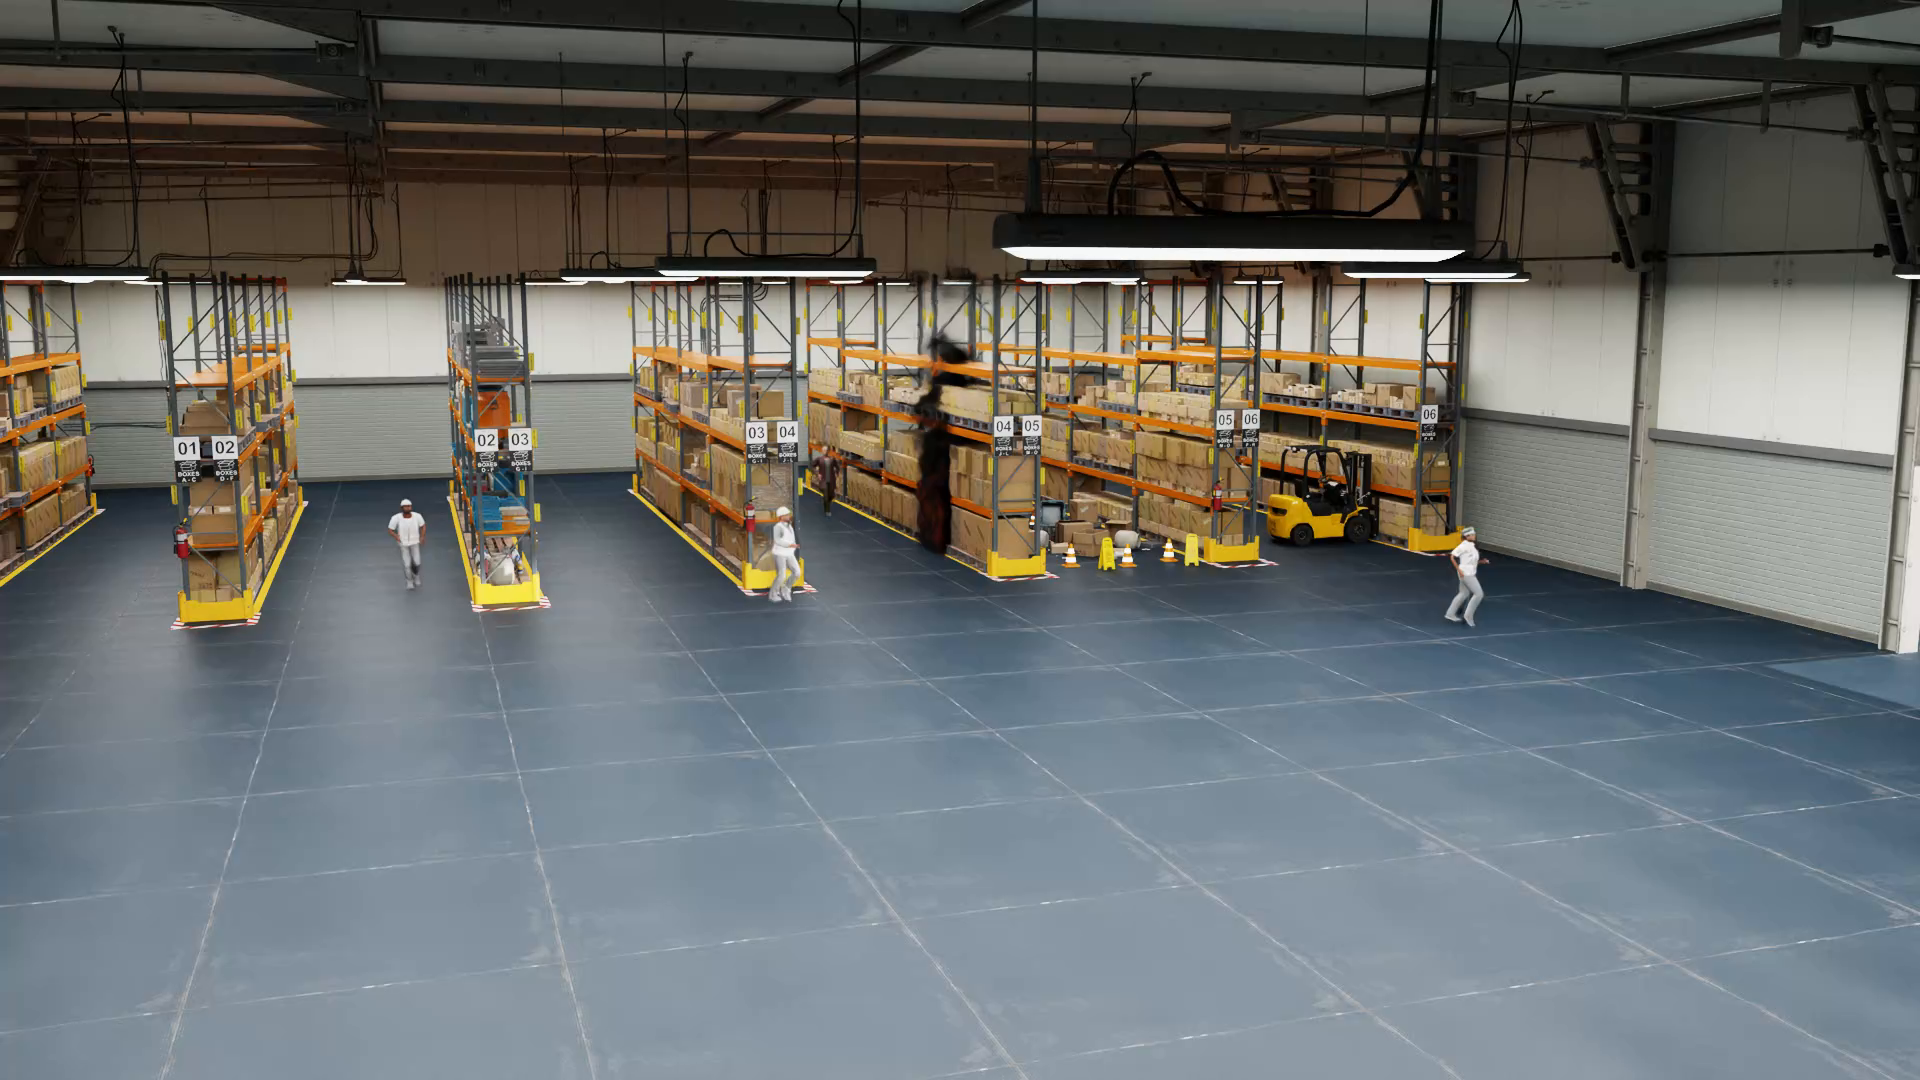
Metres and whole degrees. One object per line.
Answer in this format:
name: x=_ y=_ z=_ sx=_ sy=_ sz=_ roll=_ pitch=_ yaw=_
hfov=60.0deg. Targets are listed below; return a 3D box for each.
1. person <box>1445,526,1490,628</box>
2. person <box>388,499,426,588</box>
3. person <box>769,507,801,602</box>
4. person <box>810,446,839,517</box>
person: x=8.664 y=0.629 z=28.377 sx=0.725 sy=1.742 sz=0.543 roll=4 pitch=9 yaw=25
person: x=-10.535 y=0.081 z=31.755 sx=0.700 sy=1.725 sz=0.571 roll=-4 pitch=9 yaw=-22
person: x=-3.188 y=0.281 z=30.495 sx=0.688 sy=1.793 sz=0.683 roll=4 pitch=10 yaw=26
person: x=-3.412 y=-1.402 z=42.207 sx=0.739 sy=1.553 sz=0.834 roll=-3 pitch=9 yaw=-18
